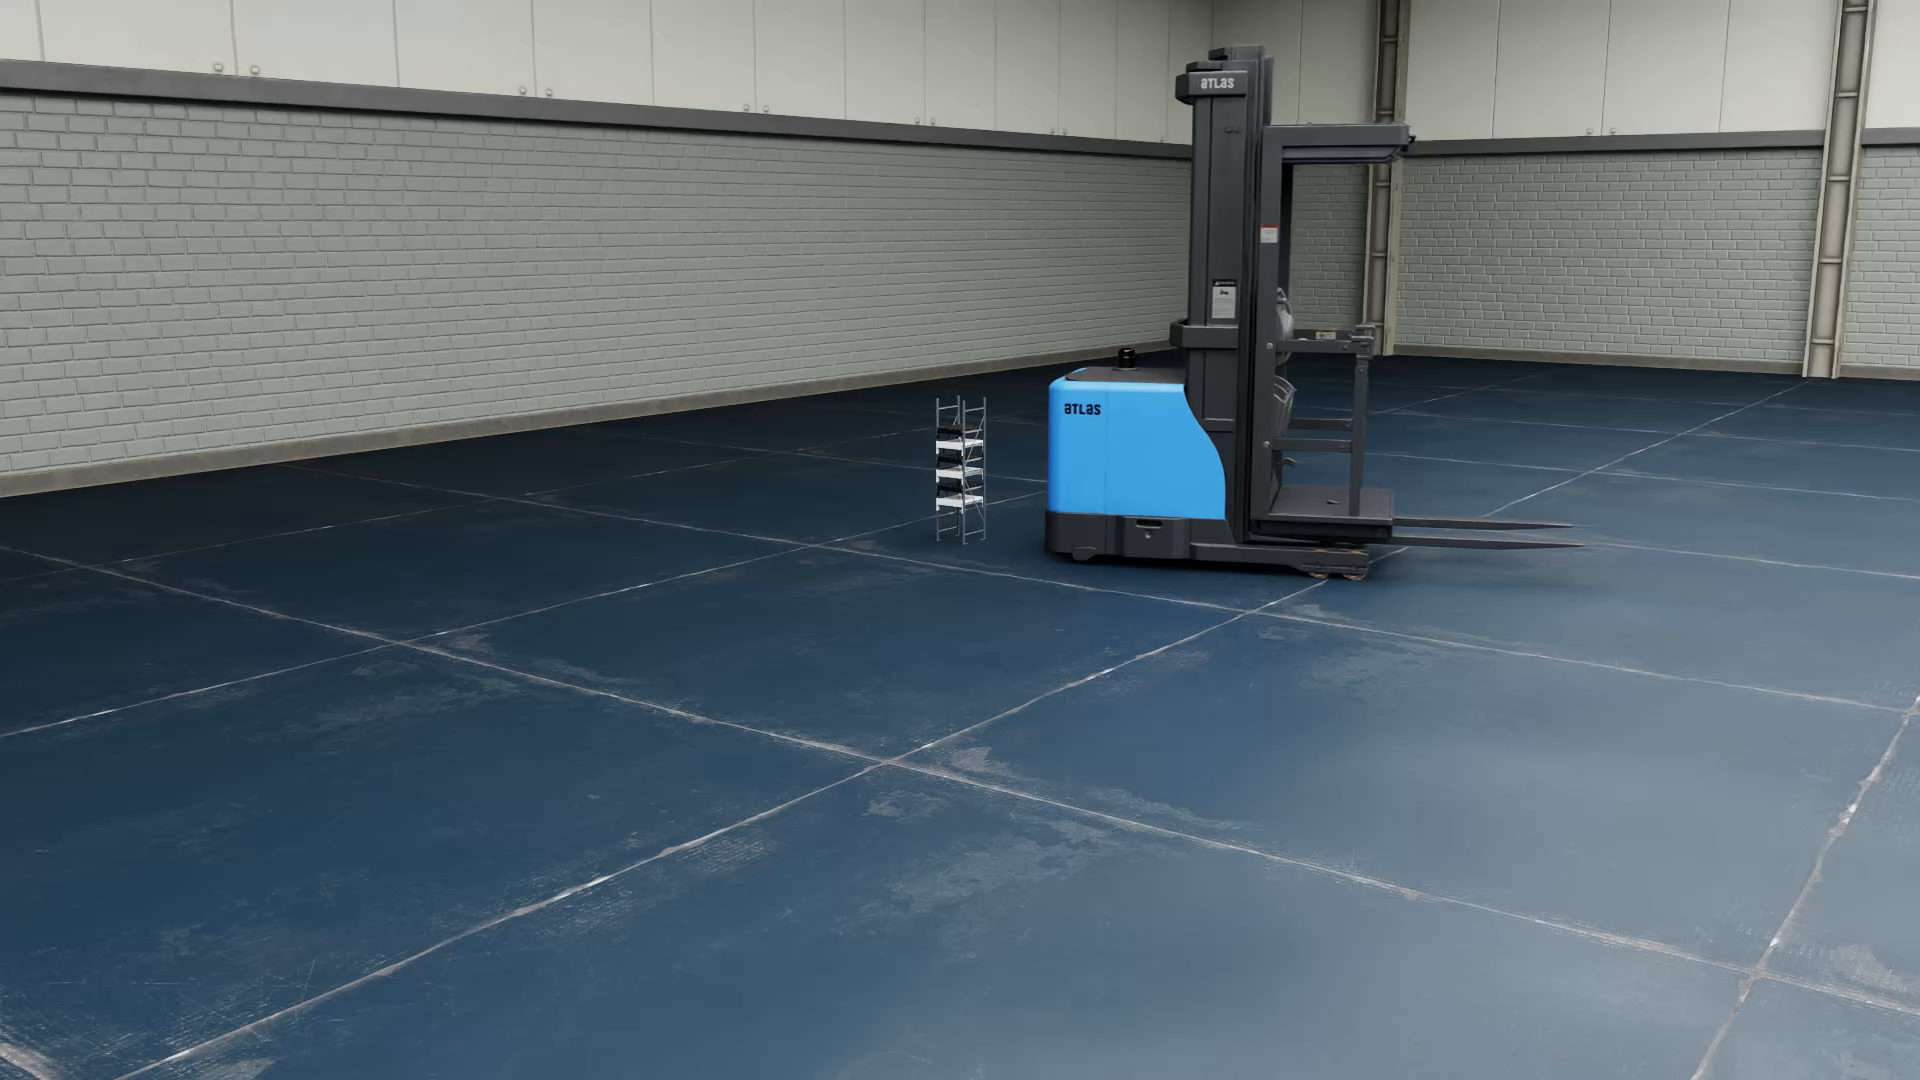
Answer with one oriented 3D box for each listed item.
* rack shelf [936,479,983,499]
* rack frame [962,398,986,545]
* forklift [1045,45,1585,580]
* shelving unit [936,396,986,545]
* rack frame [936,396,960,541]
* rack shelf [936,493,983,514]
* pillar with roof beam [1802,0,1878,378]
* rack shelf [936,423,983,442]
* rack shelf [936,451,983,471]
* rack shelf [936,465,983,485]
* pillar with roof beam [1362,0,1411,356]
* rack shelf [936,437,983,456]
[{"bbox_3d":[0.007,-0.320,10.463,0.200,0.077,0.258,8,13,36],"label":"rack shelf"},{"bbox_3d":[0.088,-0.429,10.380,0.006,0.900,0.240,8,13,36],"label":"rack frame"},{"bbox_3d":[2.079,-1.325,9.660,3.031,2.935,1.130,3,11,14],"label":"forklift"},{"bbox_3d":[0.007,-0.441,10.439,0.210,0.900,0.258,8,13,36],"label":"shelving unit"},{"bbox_3d":[-0.075,-0.452,10.499,0.006,0.900,0.240,8,13,36],"label":"rack frame"},{"bbox_3d":[0.007,-0.231,10.480,0.200,0.077,0.258,8,13,36],"label":"rack shelf"},{"bbox_3d":[8.533,-5.863,17.145,0.400,9.000,9.100,8,13,36],"label":"pillar with roof beam"},{"bbox_3d":[0.007,-0.673,10.395,0.200,0.077,0.258,8,13,36],"label":"rack shelf"},{"bbox_3d":[0.007,-0.497,10.429,0.200,0.077,0.258,8,13,36],"label":"rack shelf"},{"bbox_3d":[0.007,-0.408,10.446,0.200,0.077,0.258,8,13,36],"label":"rack shelf"},{"bbox_3d":[3.697,-6.538,20.631,0.400,9.000,9.100,8,13,36],"label":"pillar with roof beam"},{"bbox_3d":[0.007,-0.585,10.412,0.200,0.077,0.258,8,13,36],"label":"rack shelf"}]
